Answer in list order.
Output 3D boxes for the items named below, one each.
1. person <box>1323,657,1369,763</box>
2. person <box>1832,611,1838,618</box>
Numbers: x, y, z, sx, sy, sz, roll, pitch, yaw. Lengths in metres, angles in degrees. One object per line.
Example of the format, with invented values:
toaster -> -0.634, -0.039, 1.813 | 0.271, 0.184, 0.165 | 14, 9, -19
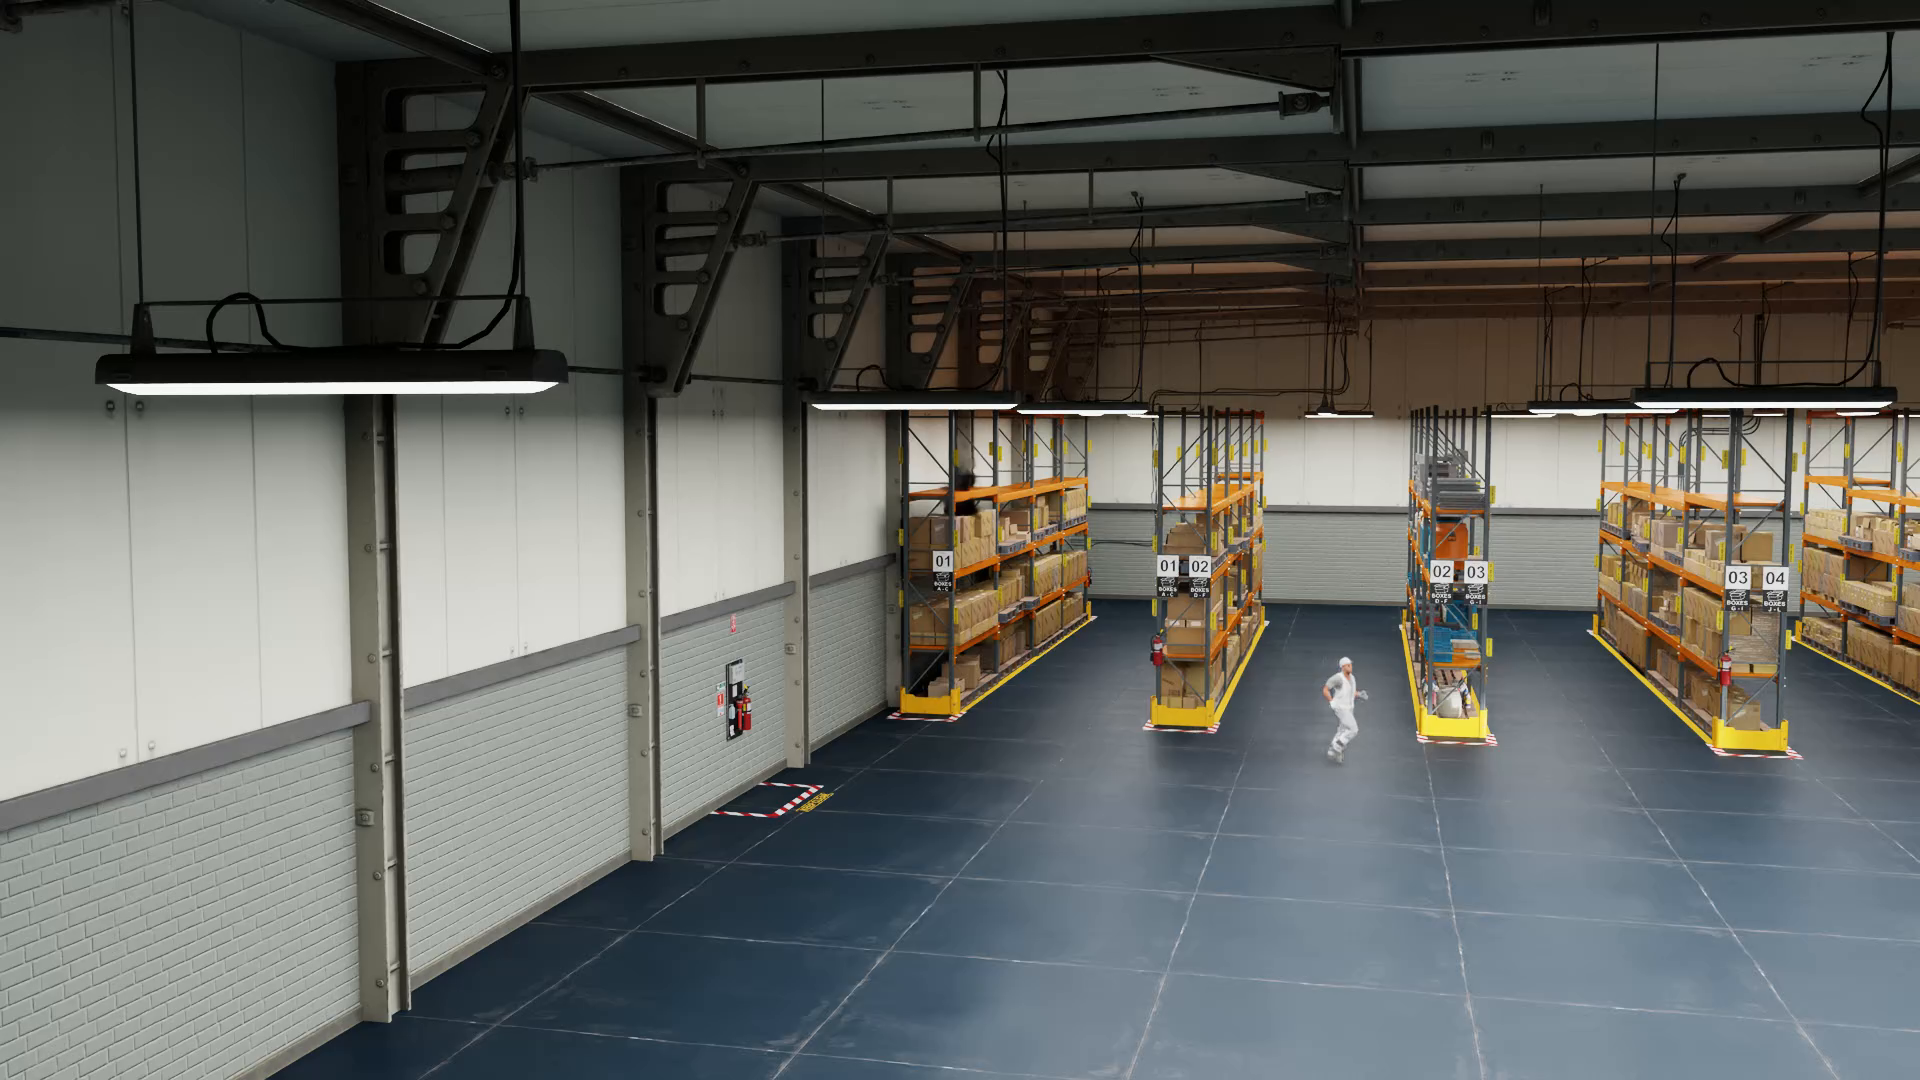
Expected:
person -> 6.476, 2.841, 27.810 | 0.659, 1.762, 0.625 | 4, 5, 41
person -> 23.458, 1.810, 44.301 | 0.471, 1.473, 0.678 | 4, 6, 44
